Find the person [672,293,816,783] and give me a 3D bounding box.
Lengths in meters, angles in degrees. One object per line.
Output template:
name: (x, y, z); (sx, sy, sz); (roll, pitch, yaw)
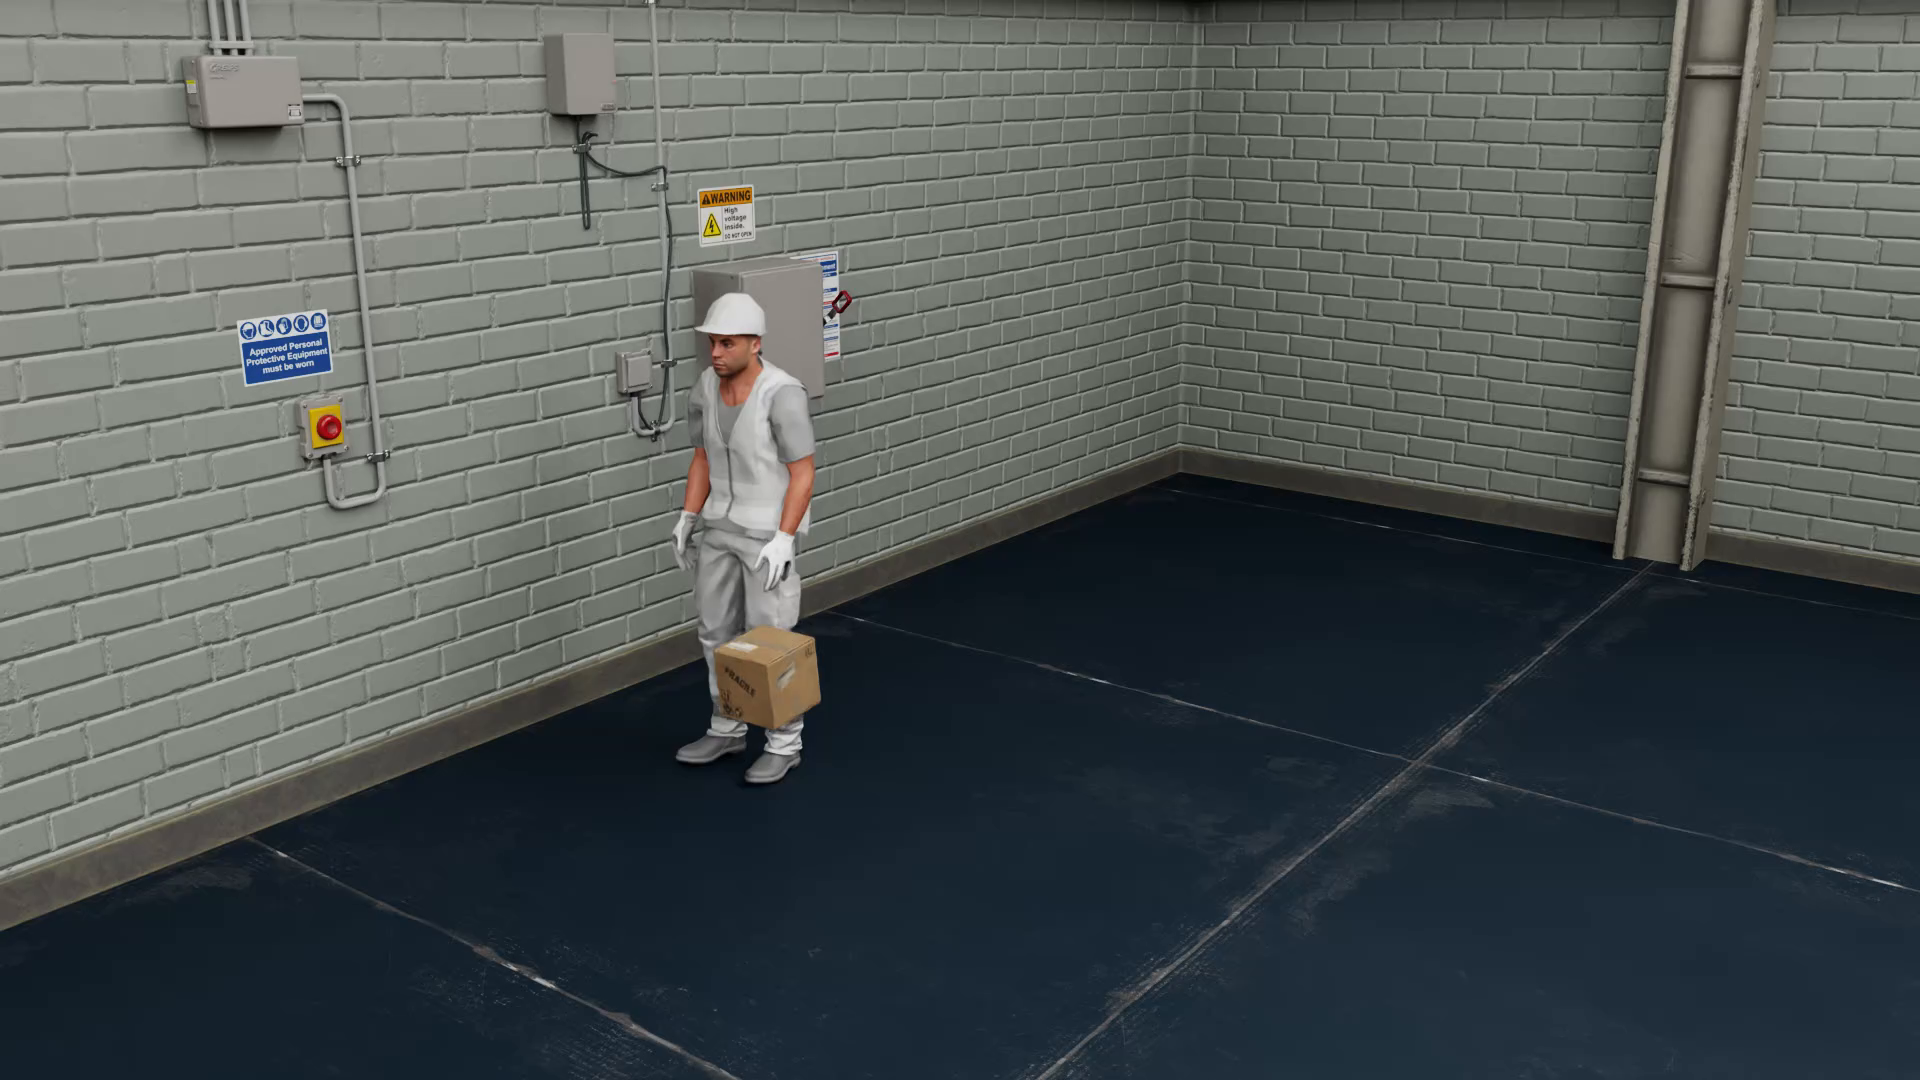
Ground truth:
person: (-0.769, -0.009, 6.031); (0.553, 1.785, 0.416); (11, 20, 33)
